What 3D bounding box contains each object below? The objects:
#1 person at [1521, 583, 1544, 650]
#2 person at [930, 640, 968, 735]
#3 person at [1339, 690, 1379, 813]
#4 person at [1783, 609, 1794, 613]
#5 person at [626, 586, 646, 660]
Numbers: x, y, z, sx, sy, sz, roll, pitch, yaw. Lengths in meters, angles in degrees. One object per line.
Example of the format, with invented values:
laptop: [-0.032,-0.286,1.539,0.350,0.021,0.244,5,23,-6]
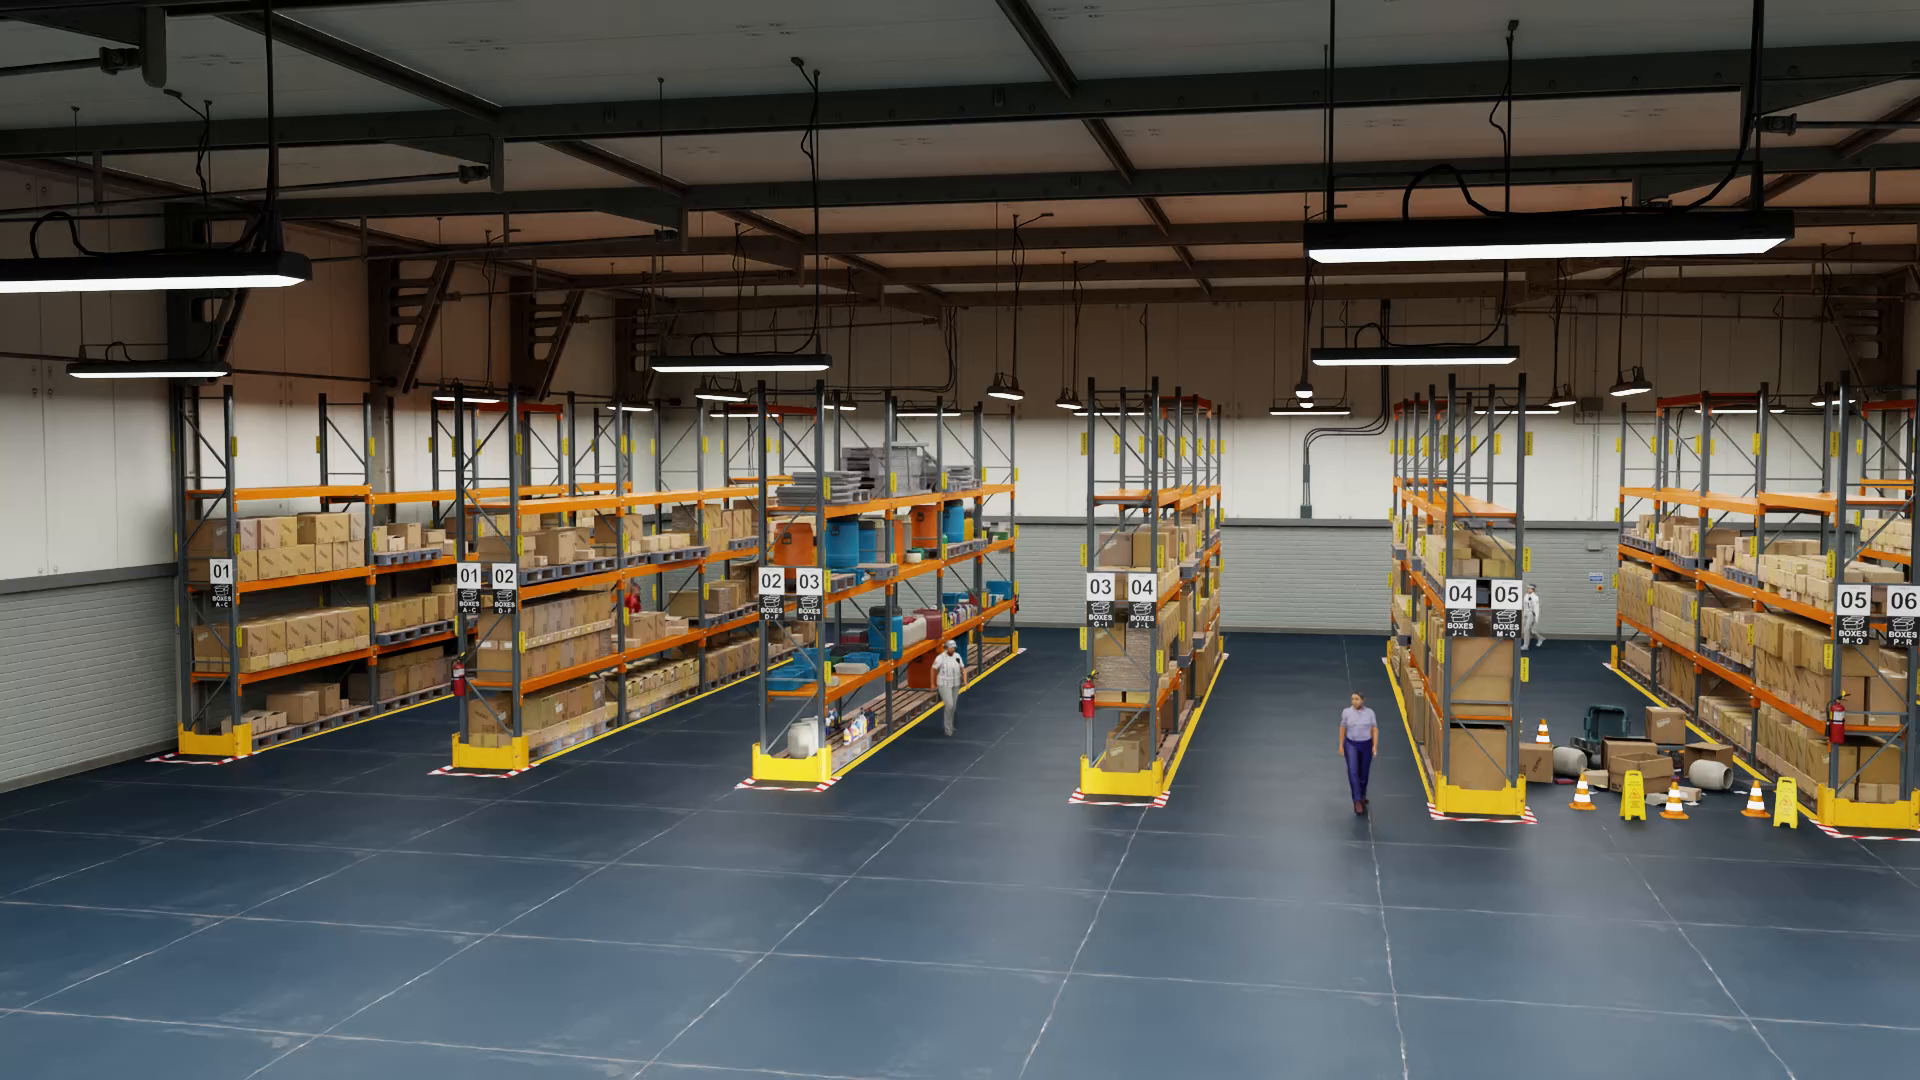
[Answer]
person: [14.084,1.870,40.923,0.840,1.652,0.481,-1,3,-17]
person: [-0.204,2.593,29.114,0.614,1.713,0.658,-2,4,-35]
person: [5.530,2.888,22.978,0.507,1.612,0.870,0,3,4]
person: [19.919,1.942,40.053,0.954,1.610,0.454,0,3,-6]
person: [-7.707,1.966,39.098,0.560,1.748,0.532,2,4,36]
